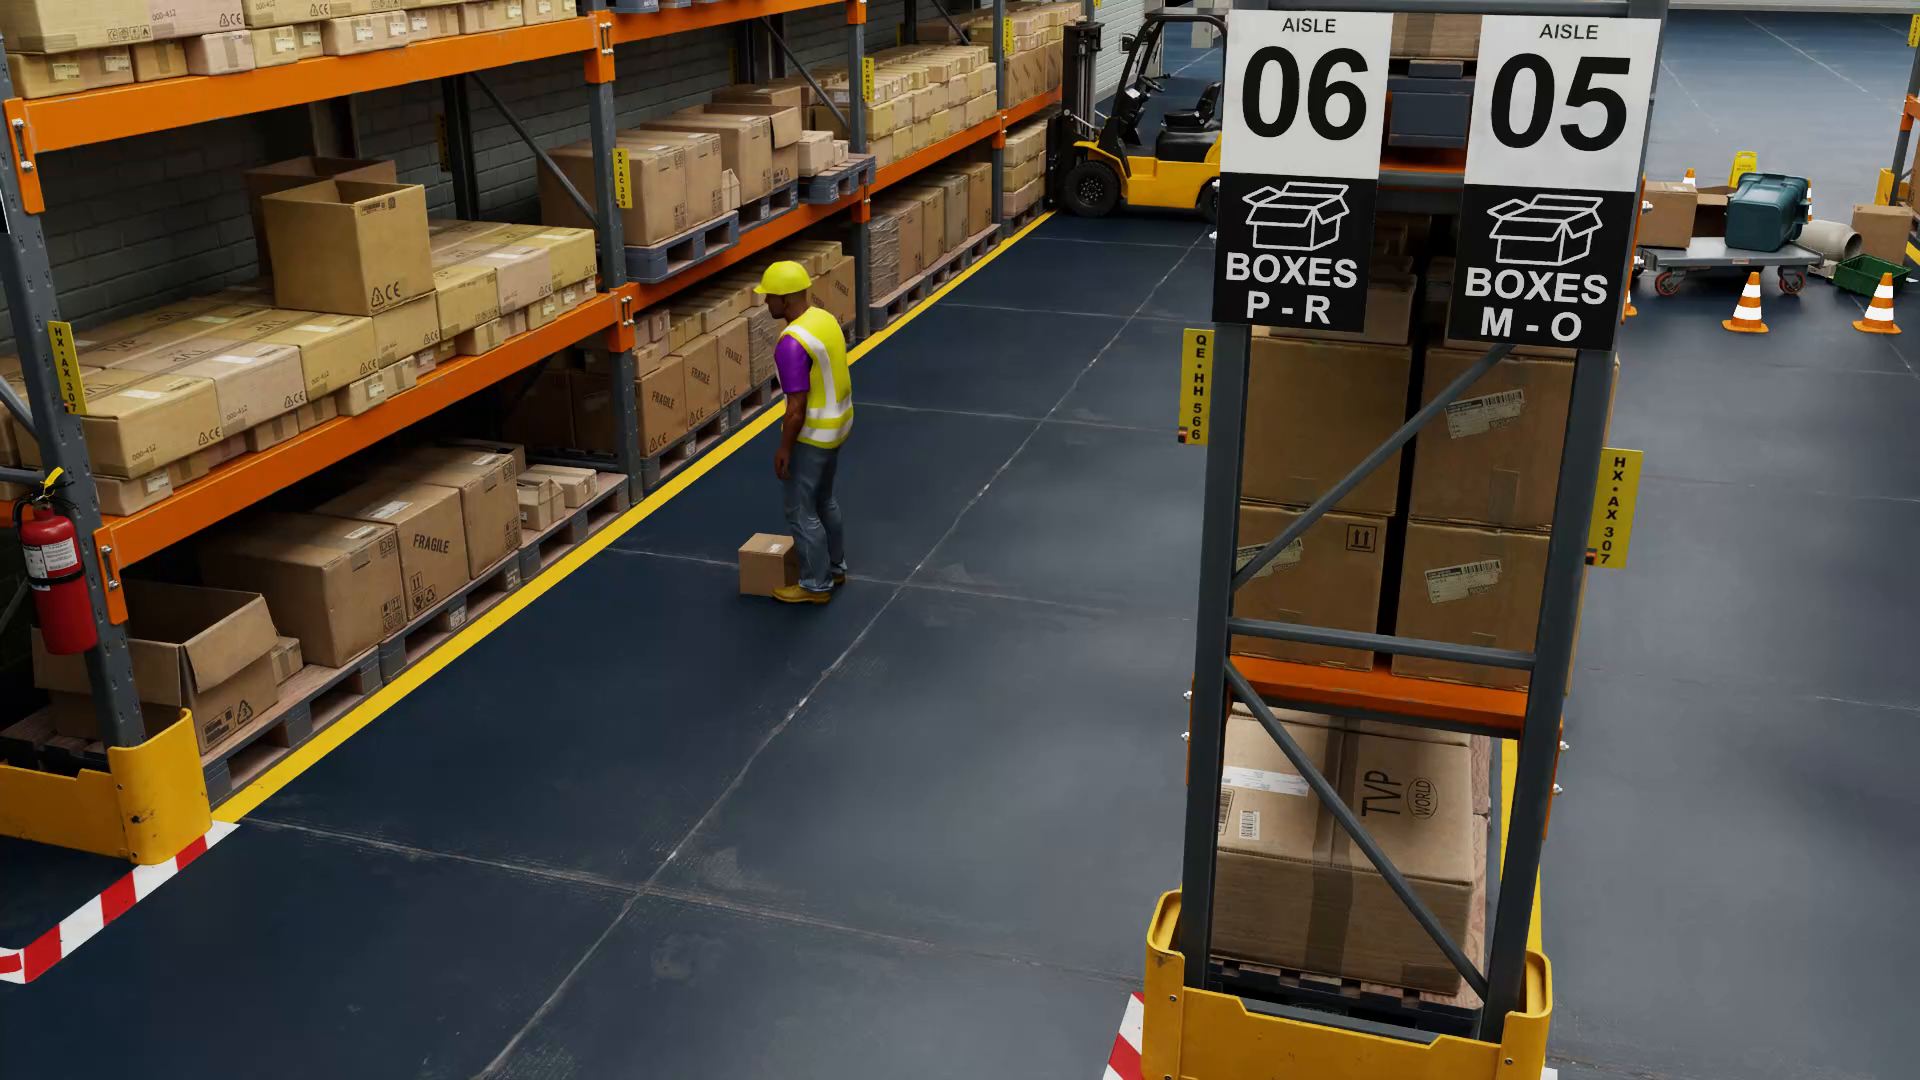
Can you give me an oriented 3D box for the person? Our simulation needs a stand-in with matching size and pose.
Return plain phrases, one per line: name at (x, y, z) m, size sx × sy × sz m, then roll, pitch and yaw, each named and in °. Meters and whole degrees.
person at (-0.782, -0.545, 8.426) m, size 0.463 × 1.760 × 0.631 m, roll 6°, pitch 23°, yaw 15°
